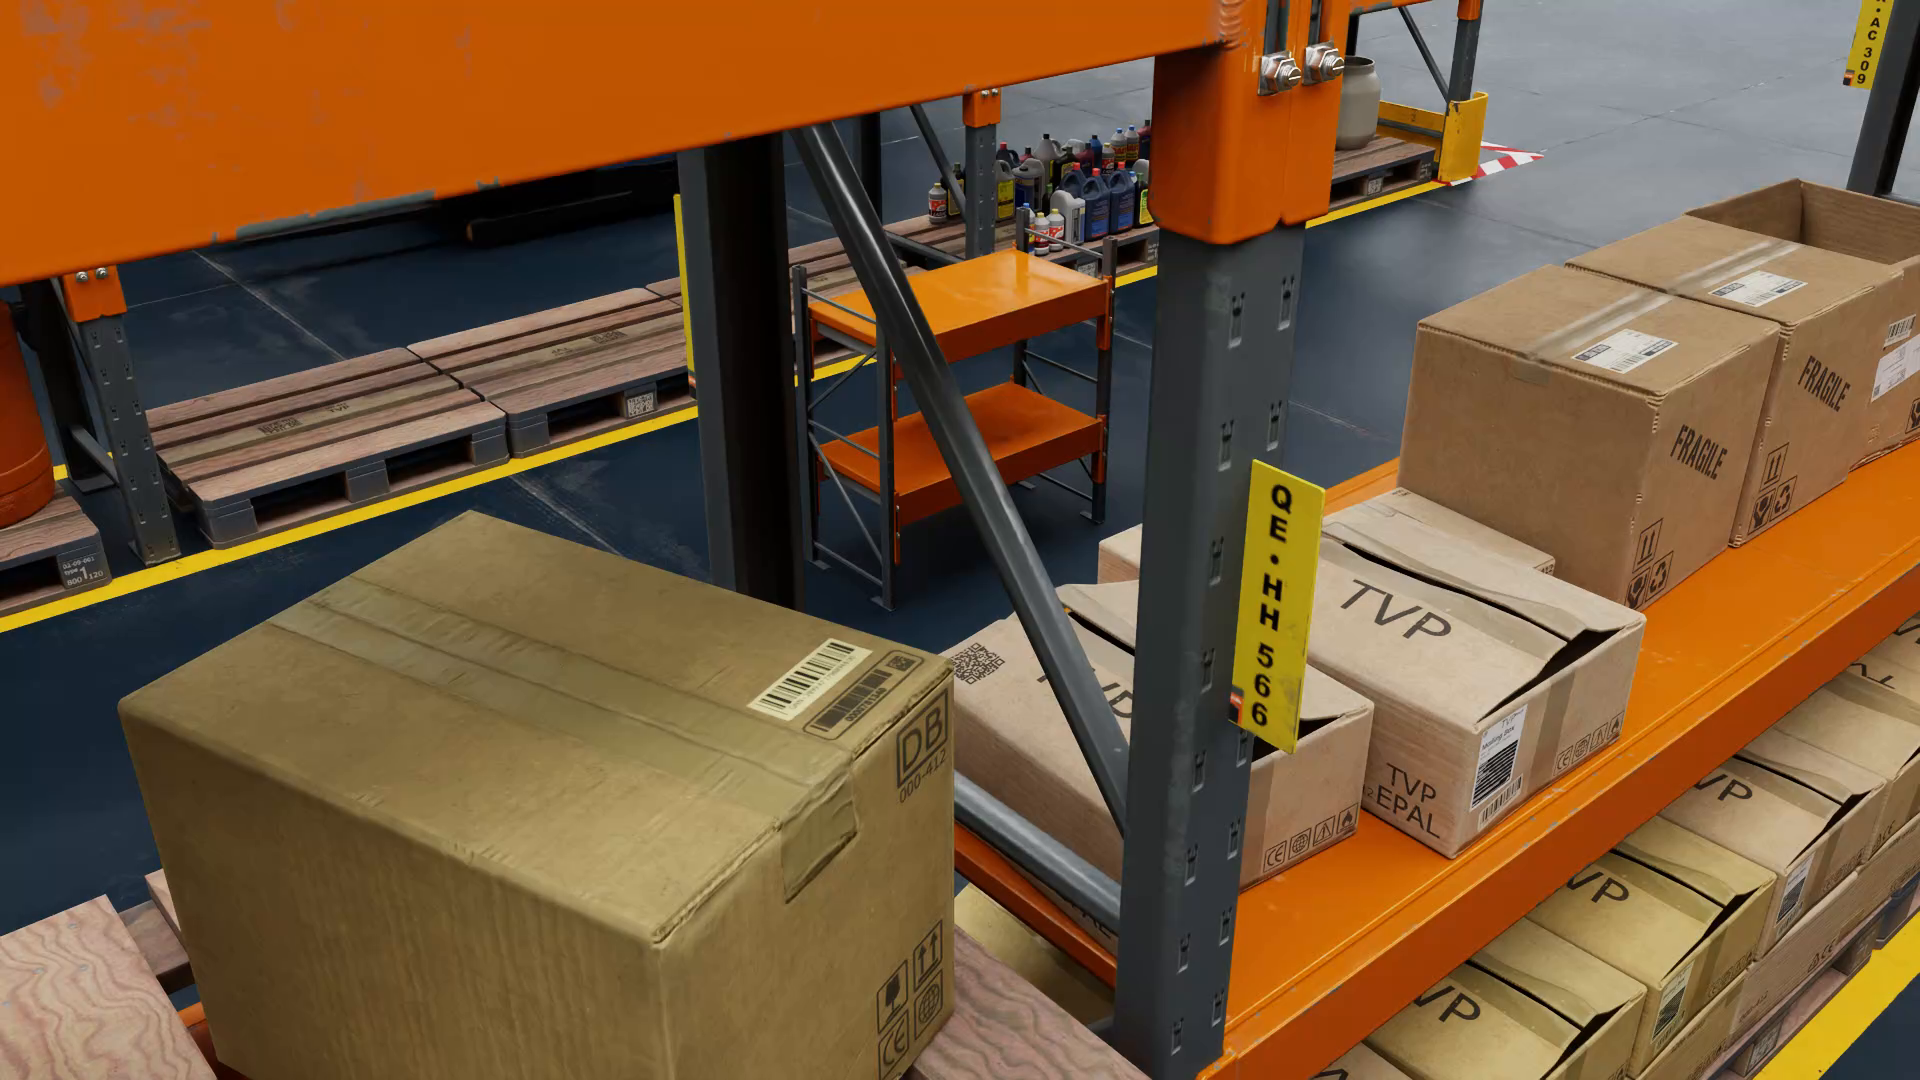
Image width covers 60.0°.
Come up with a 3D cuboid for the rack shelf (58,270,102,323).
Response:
[{"bbox_3d":[-4.759,-0.489,4.745,4.000,0.370,1.077,-22,35,-35],"label":"rack shelf"}]

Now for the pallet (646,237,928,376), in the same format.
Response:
[{"bbox_3d":[-0.767,-1.157,8.192,1.213,0.211,1.003,-22,35,-35],"label":"pallet"}]

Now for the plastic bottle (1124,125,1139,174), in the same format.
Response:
[{"bbox_3d":[1.006,-2.308,9.814,0.097,0.271,0.097,0,28,0],"label":"plastic bottle"}]

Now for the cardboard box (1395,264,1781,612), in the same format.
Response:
[{"bbox_3d":[1.241,-0.204,3.343,0.500,0.500,0.500,-24,36,-37],"label":"cardboard box"}]

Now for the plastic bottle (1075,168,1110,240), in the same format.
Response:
[{"bbox_3d":[0.689,-1.765,8.715,0.185,0.351,0.144,-21,34,-34],"label":"plastic bottle"}]

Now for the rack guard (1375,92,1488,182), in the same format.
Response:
[{"bbox_3d":[2.821,-2.723,10.814,0.348,0.500,1.175,-22,35,-35],"label":"rack guard"}]

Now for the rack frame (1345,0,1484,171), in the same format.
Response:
[{"bbox_3d":[2.849,-3.865,10.300,0.127,3.000,1.000,-22,35,-35],"label":"rack frame"}]

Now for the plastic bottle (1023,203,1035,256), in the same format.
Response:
[{"bbox_3d":[0.333,-1.573,8.438,0.097,0.271,0.097,0,28,0],"label":"plastic bottle"}]

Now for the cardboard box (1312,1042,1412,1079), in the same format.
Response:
[{"bbox_3d":[0.564,1.085,2.915,0.500,0.311,0.500,-21,34,-33],"label":"cardboard box"}]

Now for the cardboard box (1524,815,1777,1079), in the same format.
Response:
[{"bbox_3d":[1.347,0.766,3.511,0.500,0.311,0.500,-23,36,-36],"label":"cardboard box"}]

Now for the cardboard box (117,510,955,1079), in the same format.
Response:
[{"bbox_3d":[-0.431,0.363,1.836,0.700,0.500,0.500,15,32,26],"label":"cardboard box"}]

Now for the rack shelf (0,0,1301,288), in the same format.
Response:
[{"bbox_3d":[-1.547,-0.034,0.713,4.000,0.370,1.077,-22,35,-35],"label":"rack shelf"}]

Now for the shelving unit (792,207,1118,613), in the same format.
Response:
[{"bbox_3d":[-0.005,-0.494,5.981,1.048,1.125,0.538,-22,35,-35],"label":"shelving unit"}]

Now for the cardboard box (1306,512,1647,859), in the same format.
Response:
[{"bbox_3d":[0.781,0.195,2.798,0.500,0.311,0.500,-22,35,-35],"label":"cardboard box"}]

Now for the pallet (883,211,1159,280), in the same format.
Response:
[{"bbox_3d":[0.344,-1.602,9.024,1.213,0.211,1.003,-22,35,-35],"label":"pallet"}]

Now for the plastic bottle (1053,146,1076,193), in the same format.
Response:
[{"bbox_3d":[0.586,-2.066,9.350,0.133,0.283,0.061,-22,35,-35],"label":"plastic bottle"}]

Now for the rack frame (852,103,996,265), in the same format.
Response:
[{"bbox_3d":[-0.194,-2.641,8.010,0.127,3.000,1.000,-22,35,-35],"label":"rack frame"}]

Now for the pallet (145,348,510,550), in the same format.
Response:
[{"bbox_3d":[-2.623,-0.411,6.795,1.213,0.211,1.003,-22,35,-35],"label":"pallet"}]

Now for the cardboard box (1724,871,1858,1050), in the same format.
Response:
[{"bbox_3d":[1.728,0.860,3.930,0.500,0.250,0.500,-21,35,-34],"label":"cardboard box"}]

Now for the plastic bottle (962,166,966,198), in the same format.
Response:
[{"bbox_3d":[0.109,-1.968,9.093,0.185,0.351,0.144,-23,36,-36],"label":"plastic bottle"}]

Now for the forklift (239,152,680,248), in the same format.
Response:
[{"bbox_3d":[-2.746,-3.209,9.146,3.031,2.935,1.130,-20,34,-32],"label":"forklift"}]

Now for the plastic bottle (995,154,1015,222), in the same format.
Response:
[{"bbox_3d":[0.202,-1.916,8.996,0.185,0.351,0.144,-22,35,-35],"label":"plastic bottle"}]

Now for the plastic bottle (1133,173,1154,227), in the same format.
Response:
[{"bbox_3d":[0.985,-1.829,8.905,0.133,0.283,0.061,-20,34,-33],"label":"plastic bottle"}]

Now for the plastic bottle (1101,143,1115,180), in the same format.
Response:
[{"bbox_3d":[0.855,-2.216,9.717,0.097,0.201,0.097,0,28,0],"label":"plastic bottle"}]

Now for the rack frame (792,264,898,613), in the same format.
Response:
[{"bbox_3d":[-0.392,-0.339,5.690,0.032,1.125,0.500,-22,35,-35],"label":"rack frame"}]

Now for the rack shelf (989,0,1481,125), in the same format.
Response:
[{"bbox_3d":[1.327,-2.936,9.325,4.000,0.370,1.077,-22,35,-35],"label":"rack shelf"}]

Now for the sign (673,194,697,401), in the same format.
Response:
[{"bbox_3d":[-0.388,-0.349,2.493,0.005,0.325,0.100,-22,35,-35],"label":"sign"}]

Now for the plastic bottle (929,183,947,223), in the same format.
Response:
[{"bbox_3d":[-0.121,-1.824,8.983,0.097,0.201,0.097,0,28,0],"label":"plastic bottle"}]

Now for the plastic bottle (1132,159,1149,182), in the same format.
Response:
[{"bbox_3d":[1.041,-1.966,9.169,0.135,0.276,0.152,-22,35,-35],"label":"plastic bottle"}]

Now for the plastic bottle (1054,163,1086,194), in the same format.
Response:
[{"bbox_3d":[0.596,-1.817,8.811,0.185,0.351,0.144,-22,35,-35],"label":"plastic bottle"}]

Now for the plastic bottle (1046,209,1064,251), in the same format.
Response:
[{"bbox_3d":[0.487,-1.604,8.571,0.097,0.201,0.097,0,28,0],"label":"plastic bottle"}]

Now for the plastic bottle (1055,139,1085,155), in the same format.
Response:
[{"bbox_3d":[0.626,-2.140,9.496,0.135,0.276,0.152,-21,35,-34],"label":"plastic bottle"}]

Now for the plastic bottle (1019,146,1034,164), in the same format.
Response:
[{"bbox_3d":[0.351,-2.061,9.340,0.133,0.283,0.061,-19,34,-32],"label":"plastic bottle"}]

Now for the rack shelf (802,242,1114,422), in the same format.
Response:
[{"bbox_3d":[-0.005,-0.752,5.843,1.000,0.278,0.538,-22,35,-35],"label":"rack shelf"}]

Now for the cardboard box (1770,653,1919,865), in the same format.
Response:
[{"bbox_3d":[2.123,0.456,4.091,0.500,0.311,0.500,-22,35,-35],"label":"cardboard box"}]

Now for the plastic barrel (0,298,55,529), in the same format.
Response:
[{"bbox_3d":[-3.598,-0.490,5.842,0.708,0.830,0.600,-22,35,-35],"label":"plastic barrel"}]

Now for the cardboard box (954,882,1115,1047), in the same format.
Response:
[{"bbox_3d":[0.213,0.891,3.277,0.500,0.311,0.500,-21,34,-34],"label":"cardboard box"}]

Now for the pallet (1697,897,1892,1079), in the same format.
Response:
[{"bbox_3d":[1.554,0.980,4.192,1.213,0.211,1.003,-22,35,-35],"label":"pallet"}]

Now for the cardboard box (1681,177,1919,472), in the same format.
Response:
[{"bbox_3d":[2.022,-0.518,3.931,0.500,0.500,0.500,-19,34,-31],"label":"cardboard box"}]

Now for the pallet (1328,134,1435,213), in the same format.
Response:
[{"bbox_3d":[2.200,-2.349,10.421,1.213,0.211,1.003,-22,35,-35],"label":"pallet"}]
